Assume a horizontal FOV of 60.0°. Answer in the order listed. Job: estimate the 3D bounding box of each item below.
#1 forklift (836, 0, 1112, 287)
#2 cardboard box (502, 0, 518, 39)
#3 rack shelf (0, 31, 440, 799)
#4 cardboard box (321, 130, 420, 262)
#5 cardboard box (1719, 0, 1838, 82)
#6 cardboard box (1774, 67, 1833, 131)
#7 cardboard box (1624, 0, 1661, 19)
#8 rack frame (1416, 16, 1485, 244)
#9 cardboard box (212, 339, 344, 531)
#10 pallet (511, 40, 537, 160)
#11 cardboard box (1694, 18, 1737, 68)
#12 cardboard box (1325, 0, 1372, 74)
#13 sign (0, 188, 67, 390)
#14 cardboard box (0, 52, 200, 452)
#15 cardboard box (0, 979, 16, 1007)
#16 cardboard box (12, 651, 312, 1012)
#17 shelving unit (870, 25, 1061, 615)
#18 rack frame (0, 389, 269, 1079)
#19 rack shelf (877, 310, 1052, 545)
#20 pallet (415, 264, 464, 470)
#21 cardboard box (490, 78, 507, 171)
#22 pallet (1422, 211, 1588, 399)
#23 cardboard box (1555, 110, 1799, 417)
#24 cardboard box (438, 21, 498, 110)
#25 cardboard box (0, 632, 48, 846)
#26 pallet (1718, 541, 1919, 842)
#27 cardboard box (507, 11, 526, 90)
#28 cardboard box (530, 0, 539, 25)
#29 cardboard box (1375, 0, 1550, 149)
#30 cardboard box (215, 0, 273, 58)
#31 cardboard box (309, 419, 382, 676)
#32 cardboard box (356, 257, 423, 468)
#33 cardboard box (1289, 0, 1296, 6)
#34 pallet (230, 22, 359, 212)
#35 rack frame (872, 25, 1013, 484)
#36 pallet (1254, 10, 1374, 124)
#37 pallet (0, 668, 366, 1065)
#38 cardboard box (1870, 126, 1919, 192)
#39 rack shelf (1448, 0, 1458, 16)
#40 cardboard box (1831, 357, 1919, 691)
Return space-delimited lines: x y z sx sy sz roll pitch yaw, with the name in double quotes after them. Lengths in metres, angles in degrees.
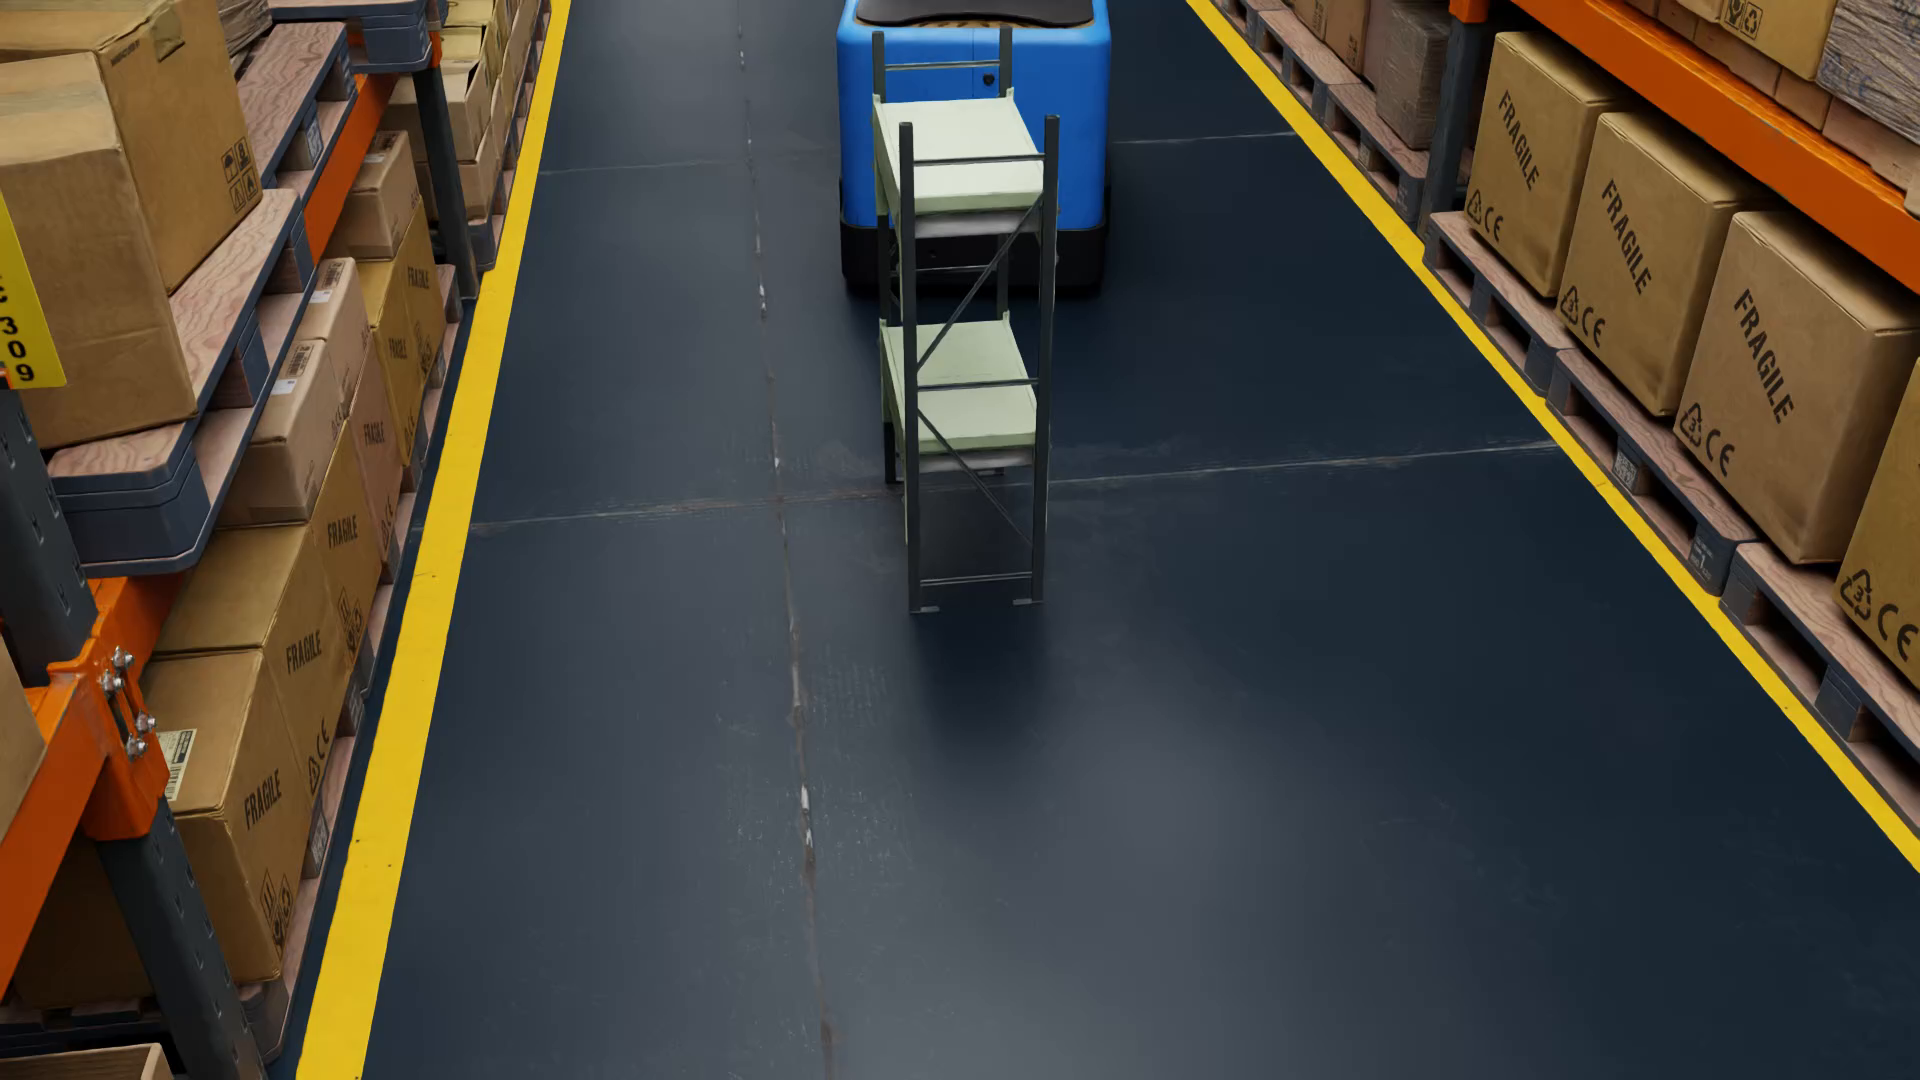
0.091 -3.015 7.072 1.130 2.935 3.031 1 34 1 "forklift"
-2.428 -2.635 8.023 0.500 0.311 0.500 -5 35 -7 "cardboard box"
-2.165 -0.774 4.360 1.077 0.370 4.000 -4 35 -6 "rack shelf"
-2.064 -1.110 5.379 0.500 0.250 0.500 -3 34 -5 "cardboard box"
2.491 -1.586 4.543 0.500 0.500 0.500 -3 34 -5 "cardboard box"
2.534 -1.265 4.648 0.380 0.149 0.250 -3 34 -5 "cardboard box"
2.422 -1.840 5.492 0.380 0.149 0.250 -5 35 -7 "cardboard box"
2.474 -2.564 6.349 1.000 3.000 0.127 -4 35 -6 "rack frame"
-1.854 -0.260 4.131 0.500 0.250 0.500 -4 35 -6 "cardboard box"
-2.667 -2.176 8.256 1.003 0.211 1.213 -4 35 -6 "pallet"
2.490 -1.551 5.068 0.380 0.149 0.250 -4 34 -6 "cardboard box"
2.277 -2.682 8.351 0.700 0.500 0.500 -5 35 -7 "cardboard box"
-1.359 -0.358 2.343 0.100 0.325 0.005 -4 35 -6 "sign"
-1.738 -0.451 2.786 0.700 0.500 0.500 -16 37 -22 "cardboard box"
-2.246 0.643 3.472 0.500 0.500 0.500 -5 35 -7 "cardboard box"
-1.720 0.608 3.523 0.500 0.500 0.500 -6 35 -9 "cardboard box"
-0.001 -0.623 4.833 0.431 1.500 0.755 -4 35 -6 "shelving unit"
-1.893 0.045 2.520 0.949 2.616 0.053 -4 35 -6 "rack frame"
-0.001 -0.354 5.017 0.431 0.370 0.720 -4 35 -6 "rack shelf"
-2.371 -0.615 5.965 1.003 0.211 1.213 -4 35 -6 "pallet"
-2.282 -1.819 7.324 0.500 0.250 0.500 -5 35 -8 "cardboard box"
2.506 -0.966 6.480 1.003 0.211 1.213 -4 35 -6 "pallet"
2.555 -0.940 5.501 0.750 0.750 0.750 -5 35 -7 "cardboard box"
-2.292 -2.063 7.184 0.500 0.311 0.500 -5 35 -8 "cardboard box"
-1.575 0.263 2.111 0.500 0.500 0.500 -4 34 -6 "cardboard box"
2.834 0.395 4.482 1.003 0.211 1.213 -4 35 -6 "pallet"
-2.426 -2.395 8.169 0.500 0.250 0.500 -4 34 -5 "cardboard box"
-2.563 -2.964 9.005 0.500 0.250 0.500 -5 35 -7 "cardboard box"
2.326 -2.111 7.513 0.700 0.500 0.500 -4 34 -6 "cardboard box"
-2.304 -1.534 4.376 0.700 0.500 0.500 2 34 3 "cardboard box"
-1.862 0.032 4.369 0.500 0.500 0.500 -4 34 -6 "cardboard box"
-2.006 -0.543 5.212 0.500 0.500 0.500 -6 35 -8 "cardboard box"
2.171 -3.251 9.186 0.700 0.500 0.500 -5 35 -7 "cardboard box"
-2.168 -1.023 4.258 1.003 0.211 1.213 -4 35 -6 "pallet"
-0.050 -0.828 5.133 0.400 1.500 0.023 -4 35 -6 "rack frame"
2.210 -2.527 8.771 1.003 0.211 1.213 -4 35 -6 "pallet"
-2.043 0.747 3.967 1.003 0.211 1.213 -4 35 -6 "pallet"
2.578 -0.975 4.222 0.380 0.149 0.250 -4 35 -6 "cardboard box"
2.205 -3.383 8.189 1.077 0.370 4.000 -4 35 -6 "rack shelf"
2.796 0.030 4.079 0.750 0.750 0.750 -4 34 -6 "cardboard box"
